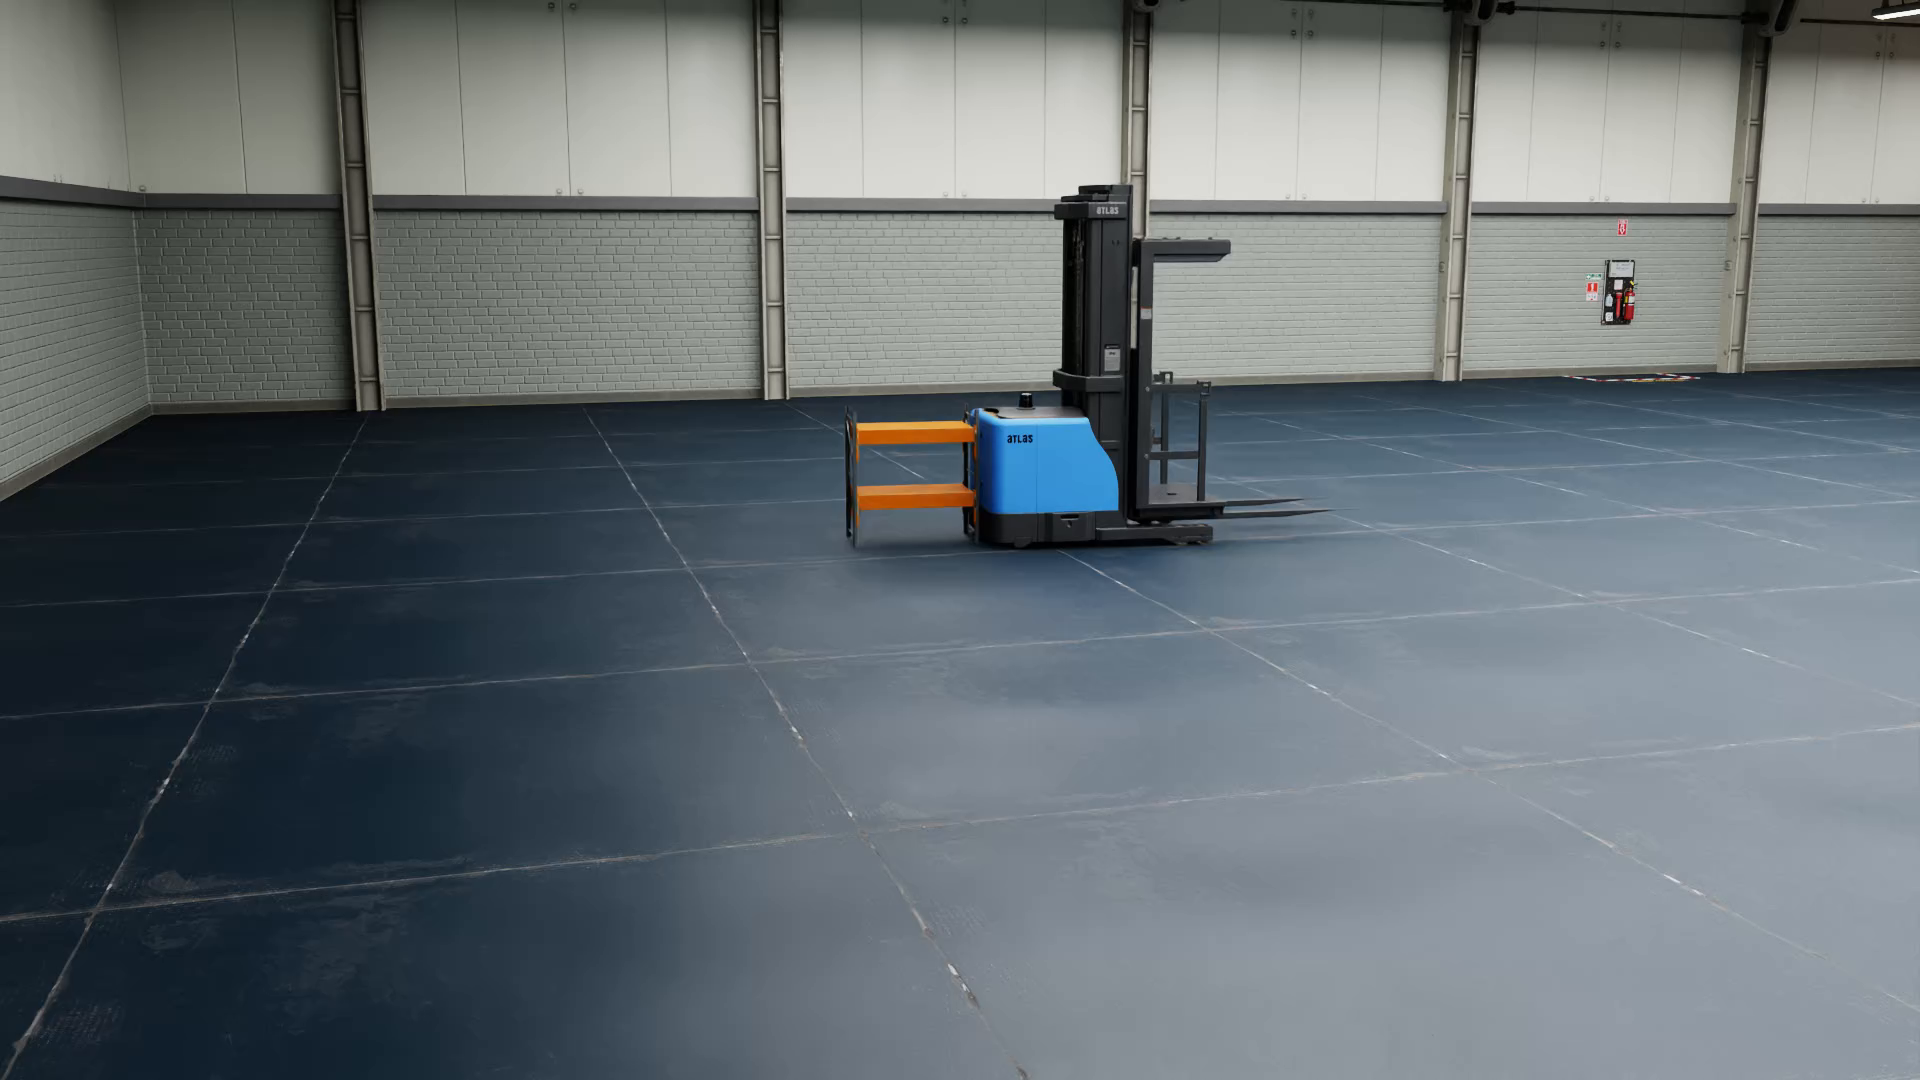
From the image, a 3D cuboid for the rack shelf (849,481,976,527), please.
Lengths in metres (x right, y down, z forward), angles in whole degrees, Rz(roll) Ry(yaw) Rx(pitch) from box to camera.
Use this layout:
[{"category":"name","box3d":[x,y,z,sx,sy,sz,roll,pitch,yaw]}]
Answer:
[{"category":"rack shelf","box3d":[-0.404,-0.306,13.954,1.000,0.278,0.538,-2,11,-11]}]

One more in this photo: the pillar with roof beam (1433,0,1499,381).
[{"category":"pillar with roof beam","box3d":[9.826,-6.506,24.534,0.548,9.000,9.100,-3,11,-16]}]

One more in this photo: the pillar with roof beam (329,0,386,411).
[{"category":"pillar with roof beam","box3d":[-7.457,-5.596,19.586,0.400,9.000,9.100,-3,11,-16]}]

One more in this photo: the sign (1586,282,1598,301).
[{"category":"sign","box3d":[11.440,-4.497,30.091,0.234,0.329,0.001,-3,11,-16]}]

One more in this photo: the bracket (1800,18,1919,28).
[{"category":"bracket","box3d":[17.355,-9.418,30.410,4.783,0.066,0.076,-3,11,-16]}]

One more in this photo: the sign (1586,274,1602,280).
[{"category":"sign","box3d":[11.447,-4.756,30.036,0.331,0.109,0.001,-3,11,-16]}]

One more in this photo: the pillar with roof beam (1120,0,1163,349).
[{"category":"pillar with roof beam","box3d":[4.065,-6.203,22.885,0.548,9.000,9.100,-3,11,-16]}]

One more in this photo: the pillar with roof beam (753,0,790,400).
[{"category":"pillar with roof beam","box3d":[-1.696,-5.899,21.236,0.400,9.000,9.100,-3,11,-16]}]

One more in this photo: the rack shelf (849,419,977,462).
[{"category":"rack shelf","box3d":[-0.404,-0.835,13.857,1.000,0.278,0.538,-2,11,-11]}]

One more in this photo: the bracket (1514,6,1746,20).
[{"category":"bracket","box3d":[11.594,-9.115,28.761,4.783,0.066,0.076,-3,11,-16]}]

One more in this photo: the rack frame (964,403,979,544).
[{"category":"rack frame","box3d":[0.095,-0.565,14.007,0.032,1.125,0.500,-2,11,-11]}]

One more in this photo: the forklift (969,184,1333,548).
[{"category":"forklift","box3d":[1.645,-1.488,14.032,3.031,2.935,1.130,-2,11,-11]}]

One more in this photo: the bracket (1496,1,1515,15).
[{"category":"bracket","box3d":[9.120,-8.984,28.052,0.430,0.232,0.235,-3,11,-16]}]

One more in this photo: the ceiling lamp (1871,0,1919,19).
[{"category":"ceiling lamp","box3d":[14.353,-9.492,24.631,0.800,3.185,2.000,-3,11,-16]}]

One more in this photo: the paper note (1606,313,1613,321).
[{"category":"paper note","box3d":[11.811,-4.059,30.245,0.142,0.148,0.016,-3,11,-16]}]

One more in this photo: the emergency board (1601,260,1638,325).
[{"category":"emergency board","box3d":[12.000,-4.490,30.149,0.643,1.169,0.194,-3,11,-16]}]

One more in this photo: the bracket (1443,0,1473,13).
[{"category":"bracket","box3d":[8.323,-8.942,27.824,0.430,0.232,0.235,-3,11,-16]}]

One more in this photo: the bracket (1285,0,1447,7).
[{"category":"bracket","box3d":[5.833,-8.811,27.111,4.783,0.066,0.076,-3,11,-16]}]

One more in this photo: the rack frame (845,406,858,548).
[{"category":"rack frame","box3d":[-0.903,-0.529,13.813,0.032,1.125,0.500,-2,11,-11]}]

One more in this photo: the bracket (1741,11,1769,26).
[{"category":"bracket","box3d":[14.084,-9.246,29.474,0.430,0.232,0.235,-3,11,-16]}]

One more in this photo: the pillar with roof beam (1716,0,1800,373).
[{"category":"pillar with roof beam","box3d":[15.586,-6.810,26.184,0.548,9.000,9.100,-3,11,-16]}]

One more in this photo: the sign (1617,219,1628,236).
[{"category":"sign","box3d":[11.964,-5.647,30.031,0.199,0.298,0.001,-3,11,-16]}]

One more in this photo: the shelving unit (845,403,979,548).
[{"category":"shelving unit","box3d":[-0.404,-0.547,13.910,1.048,1.125,0.538,-2,11,-11]}]
